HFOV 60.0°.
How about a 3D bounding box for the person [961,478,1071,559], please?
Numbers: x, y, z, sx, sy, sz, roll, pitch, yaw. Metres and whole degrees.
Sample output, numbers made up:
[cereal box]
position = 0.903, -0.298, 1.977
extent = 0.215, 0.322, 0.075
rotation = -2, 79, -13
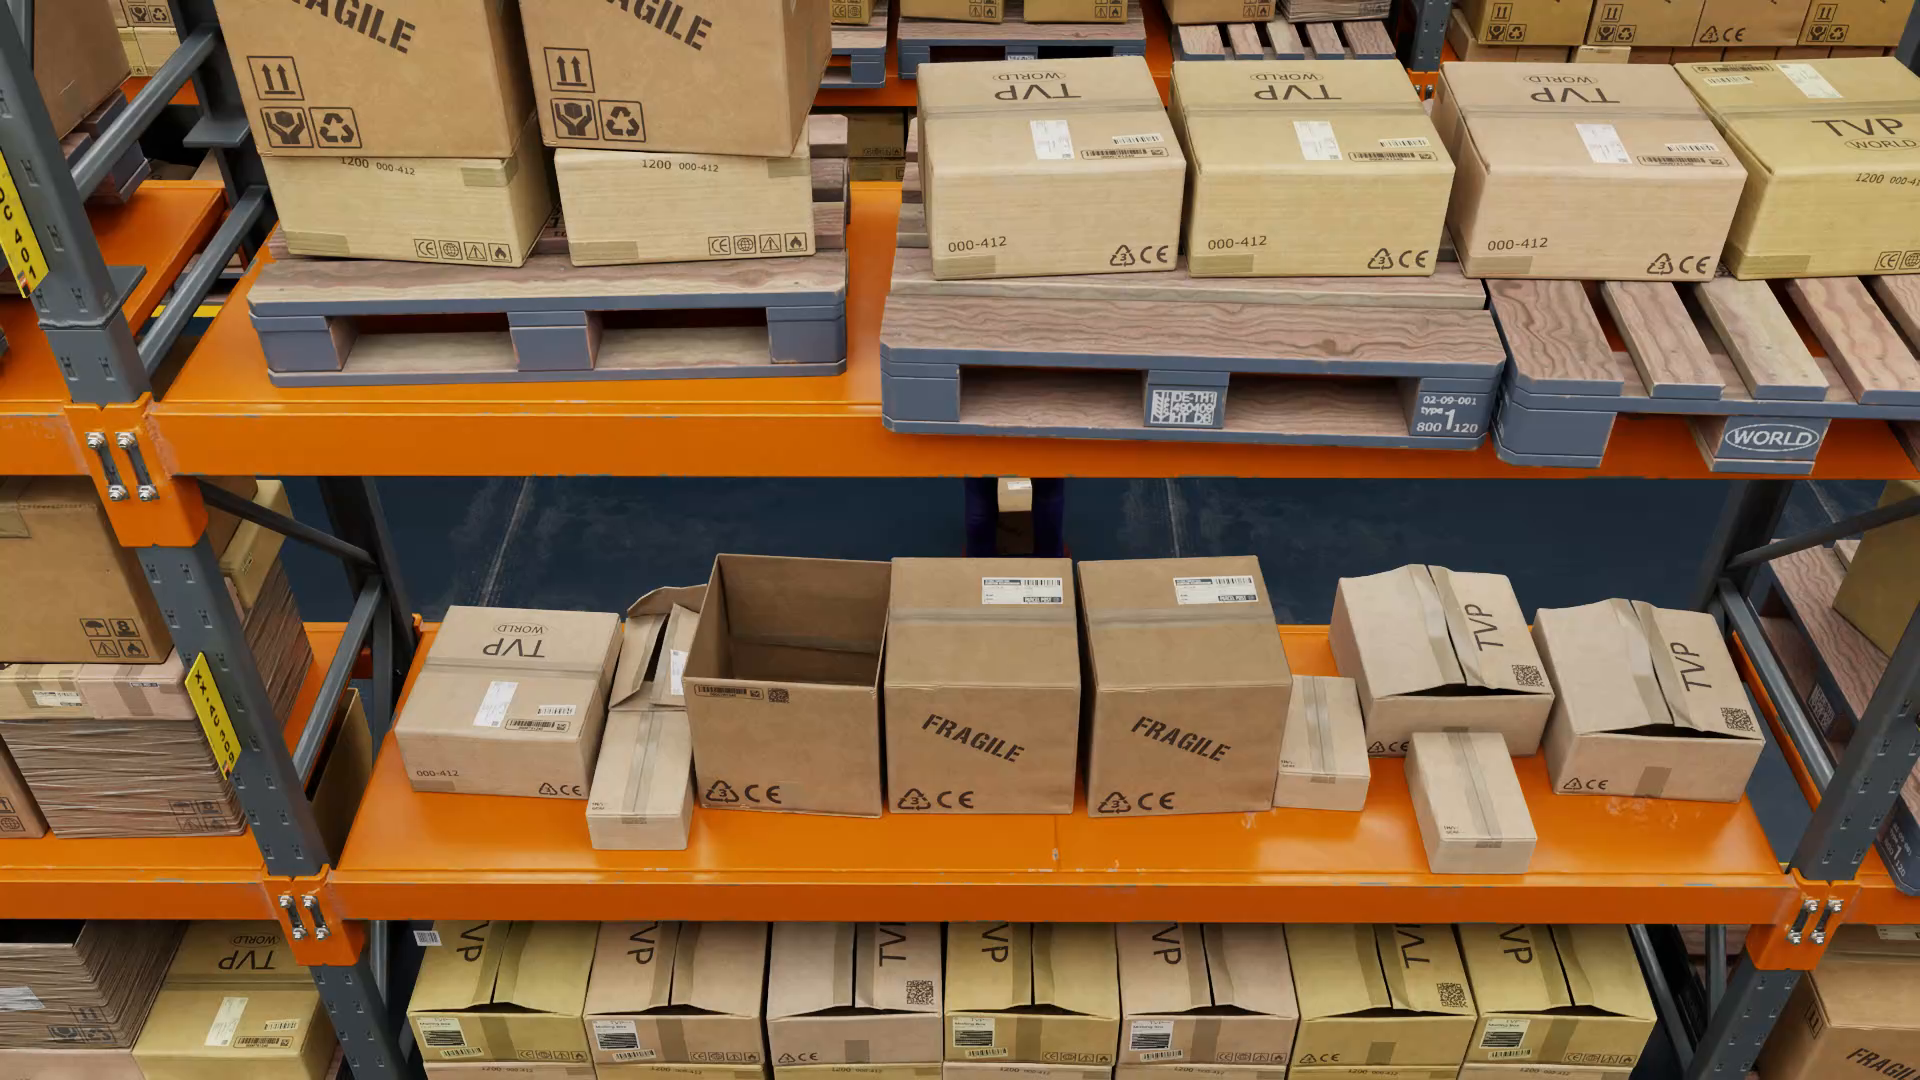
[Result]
[person]
position = 0.224, -0.486, 6.756
extent = 0.538, 1.637, 0.370
rotation = -1, 40, -1
